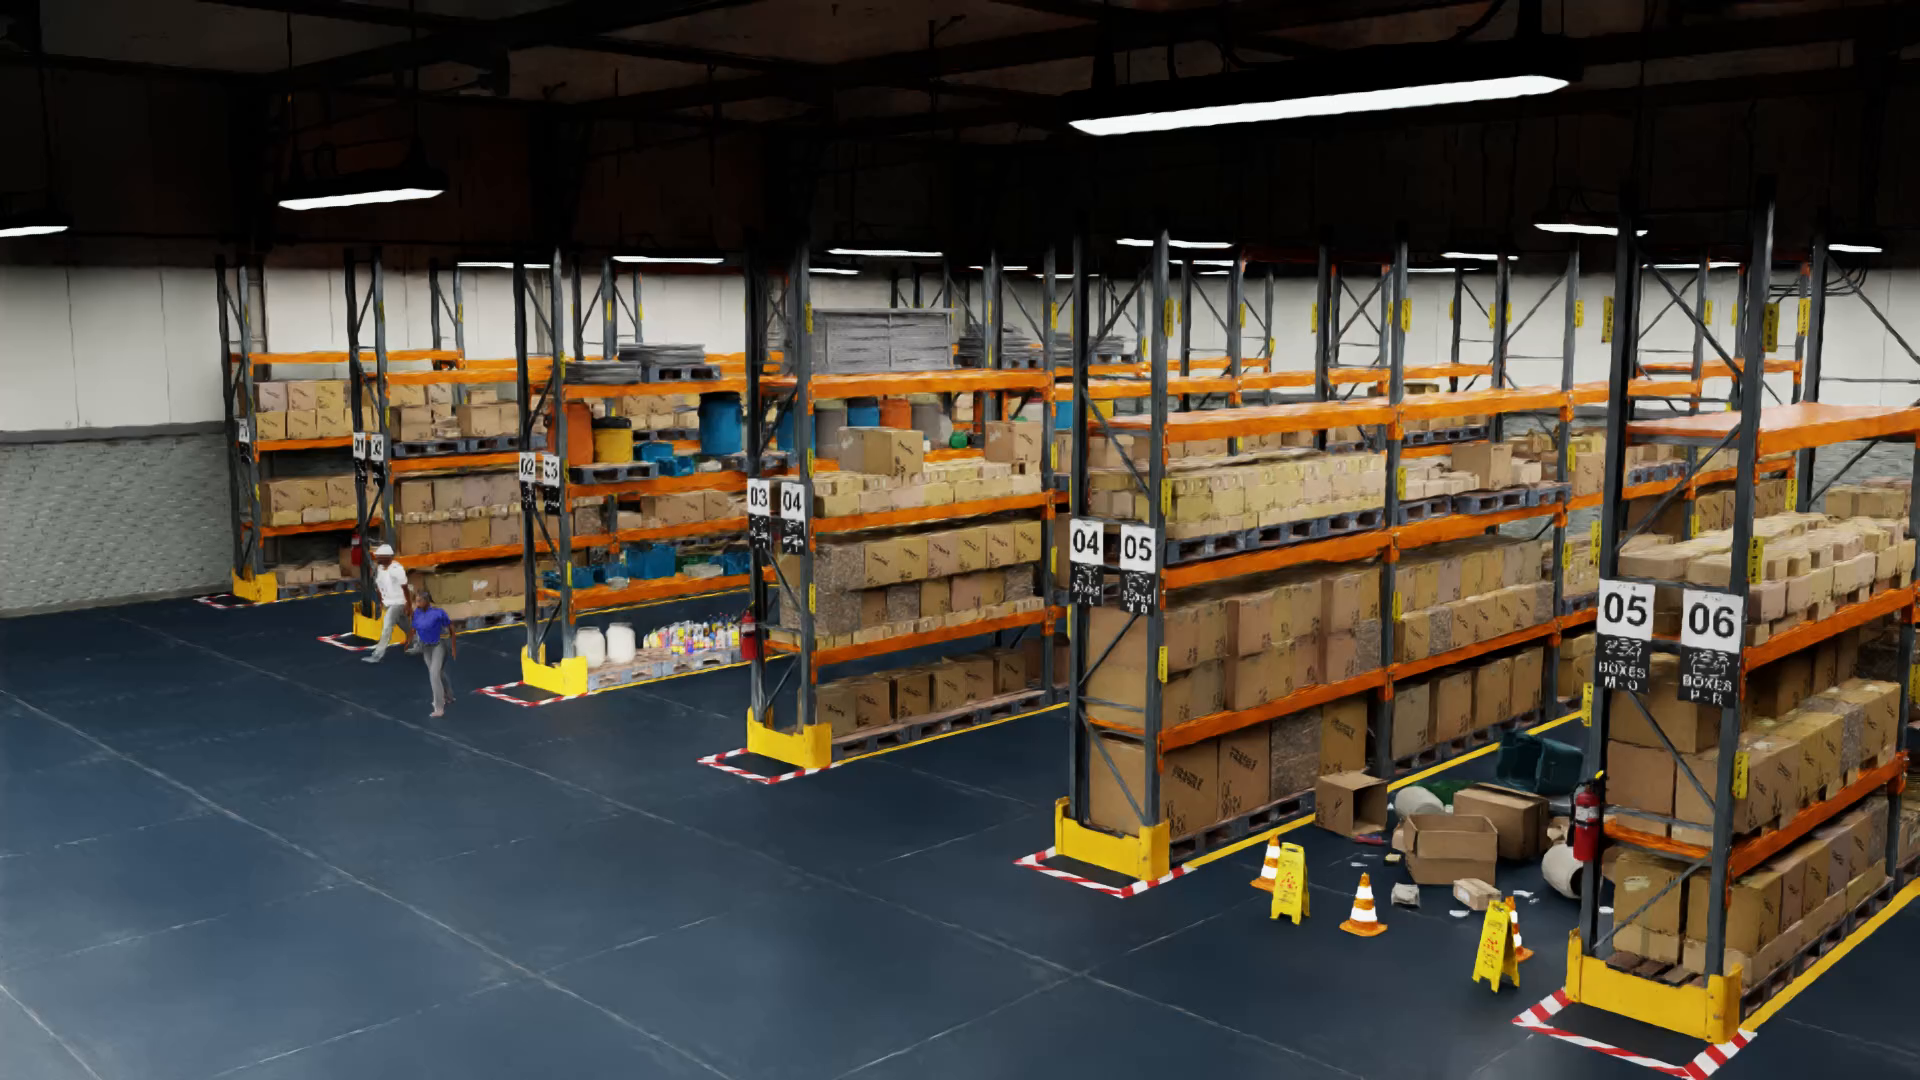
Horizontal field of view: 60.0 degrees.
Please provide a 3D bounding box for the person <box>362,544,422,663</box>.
[{"bbox_3d":[-8.295,0.895,24.176,0.583,1.686,1.111,8,11,43],"label":"person"}]

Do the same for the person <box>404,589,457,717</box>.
[{"bbox_3d":[-6.654,1.390,21.122,0.613,1.591,0.822,4,9,28],"label":"person"}]
